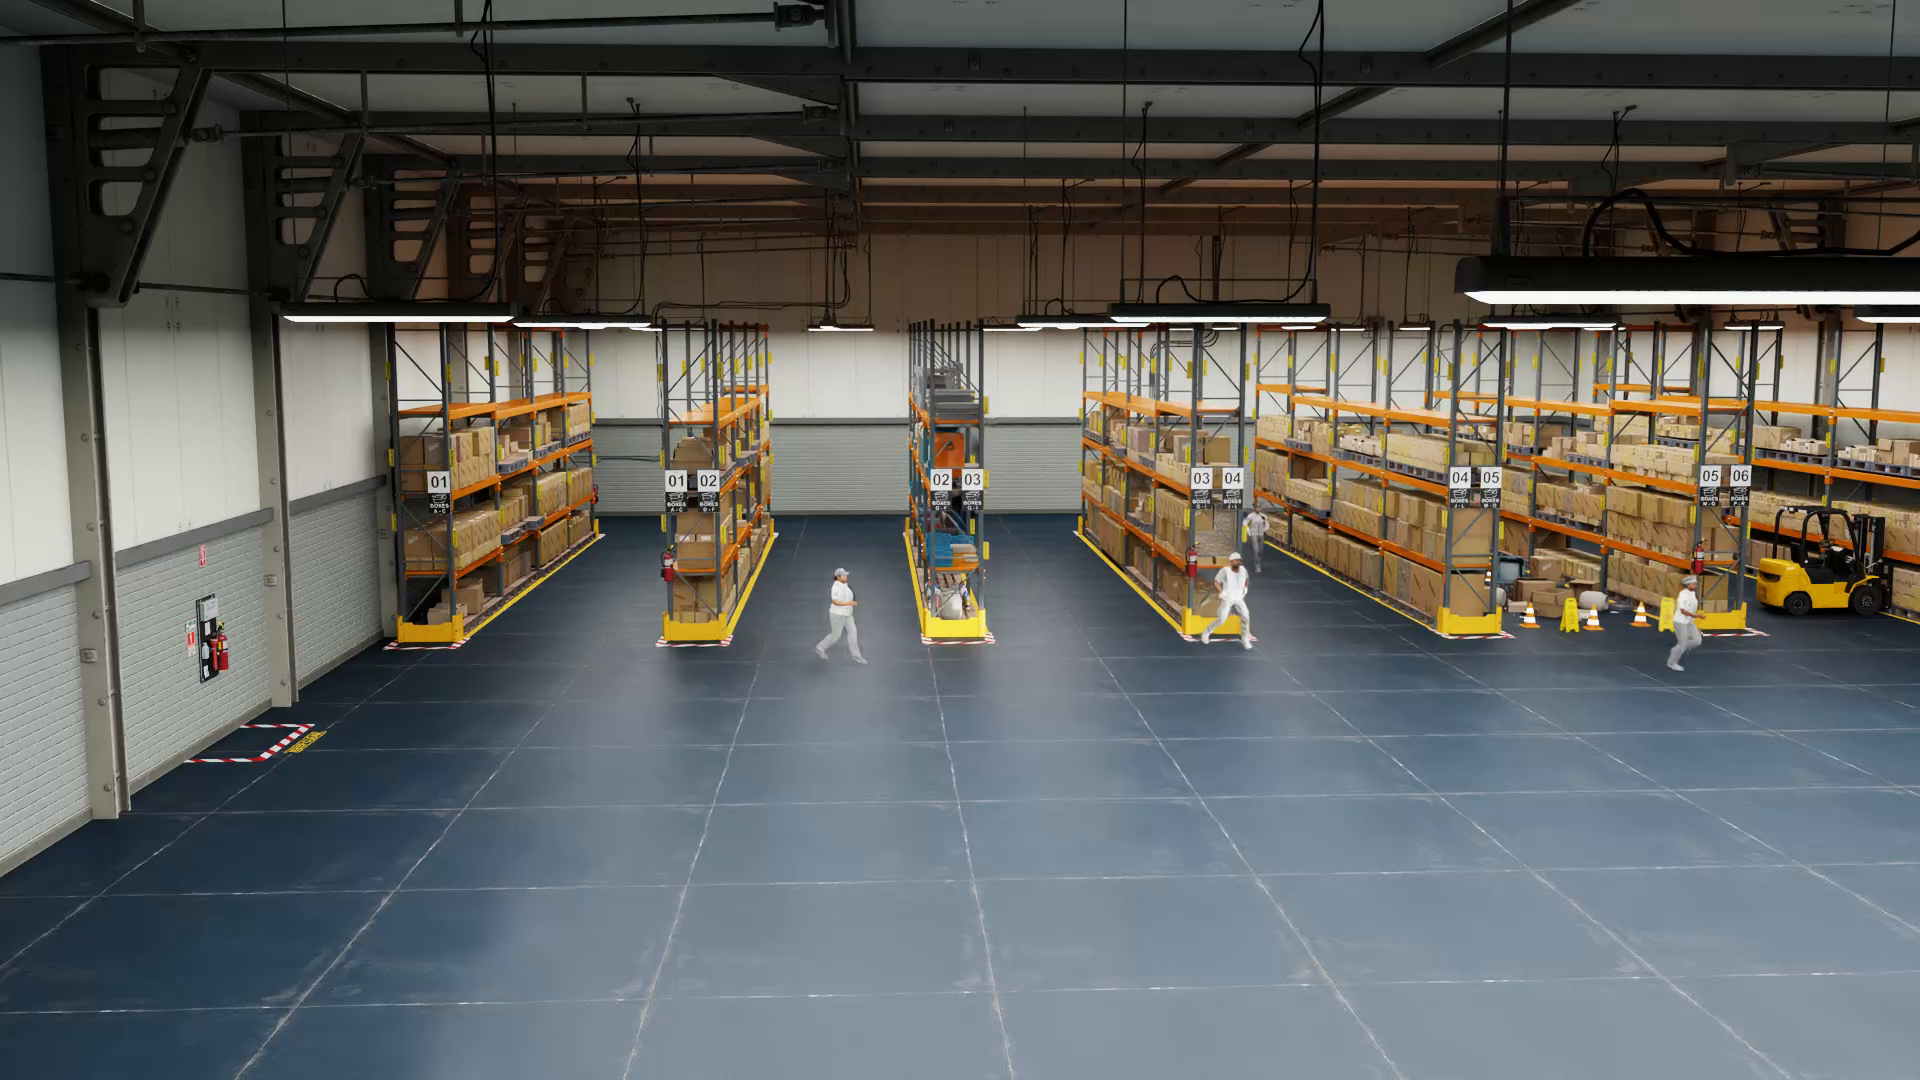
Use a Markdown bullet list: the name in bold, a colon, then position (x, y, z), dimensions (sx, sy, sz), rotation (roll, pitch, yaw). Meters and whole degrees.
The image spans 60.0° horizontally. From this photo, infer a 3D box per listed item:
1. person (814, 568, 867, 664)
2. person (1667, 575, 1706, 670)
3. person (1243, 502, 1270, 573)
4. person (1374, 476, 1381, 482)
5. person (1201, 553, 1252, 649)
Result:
- **person**: position (-2.082, 1.318, 28.921), dimensions (0.936, 1.677, 0.611), rotation (2, 7, 19)
- **person**: position (12.419, 1.411, 28.366), dimensions (0.556, 1.663, 0.610), rotation (-7, 10, -43)
- **person**: position (7.205, -0.094, 40.380), dimensions (0.620, 1.700, 0.774), rotation (0, 7, -4)
- **person**: position (12.218, -1.234, 49.221), dimensions (0.956, 1.719, 0.651), rotation (0, 7, -4)
- **person**: position (4.948, 1.108, 30.505), dimensions (0.910, 1.777, 0.754), rotation (-3, 8, -24)
